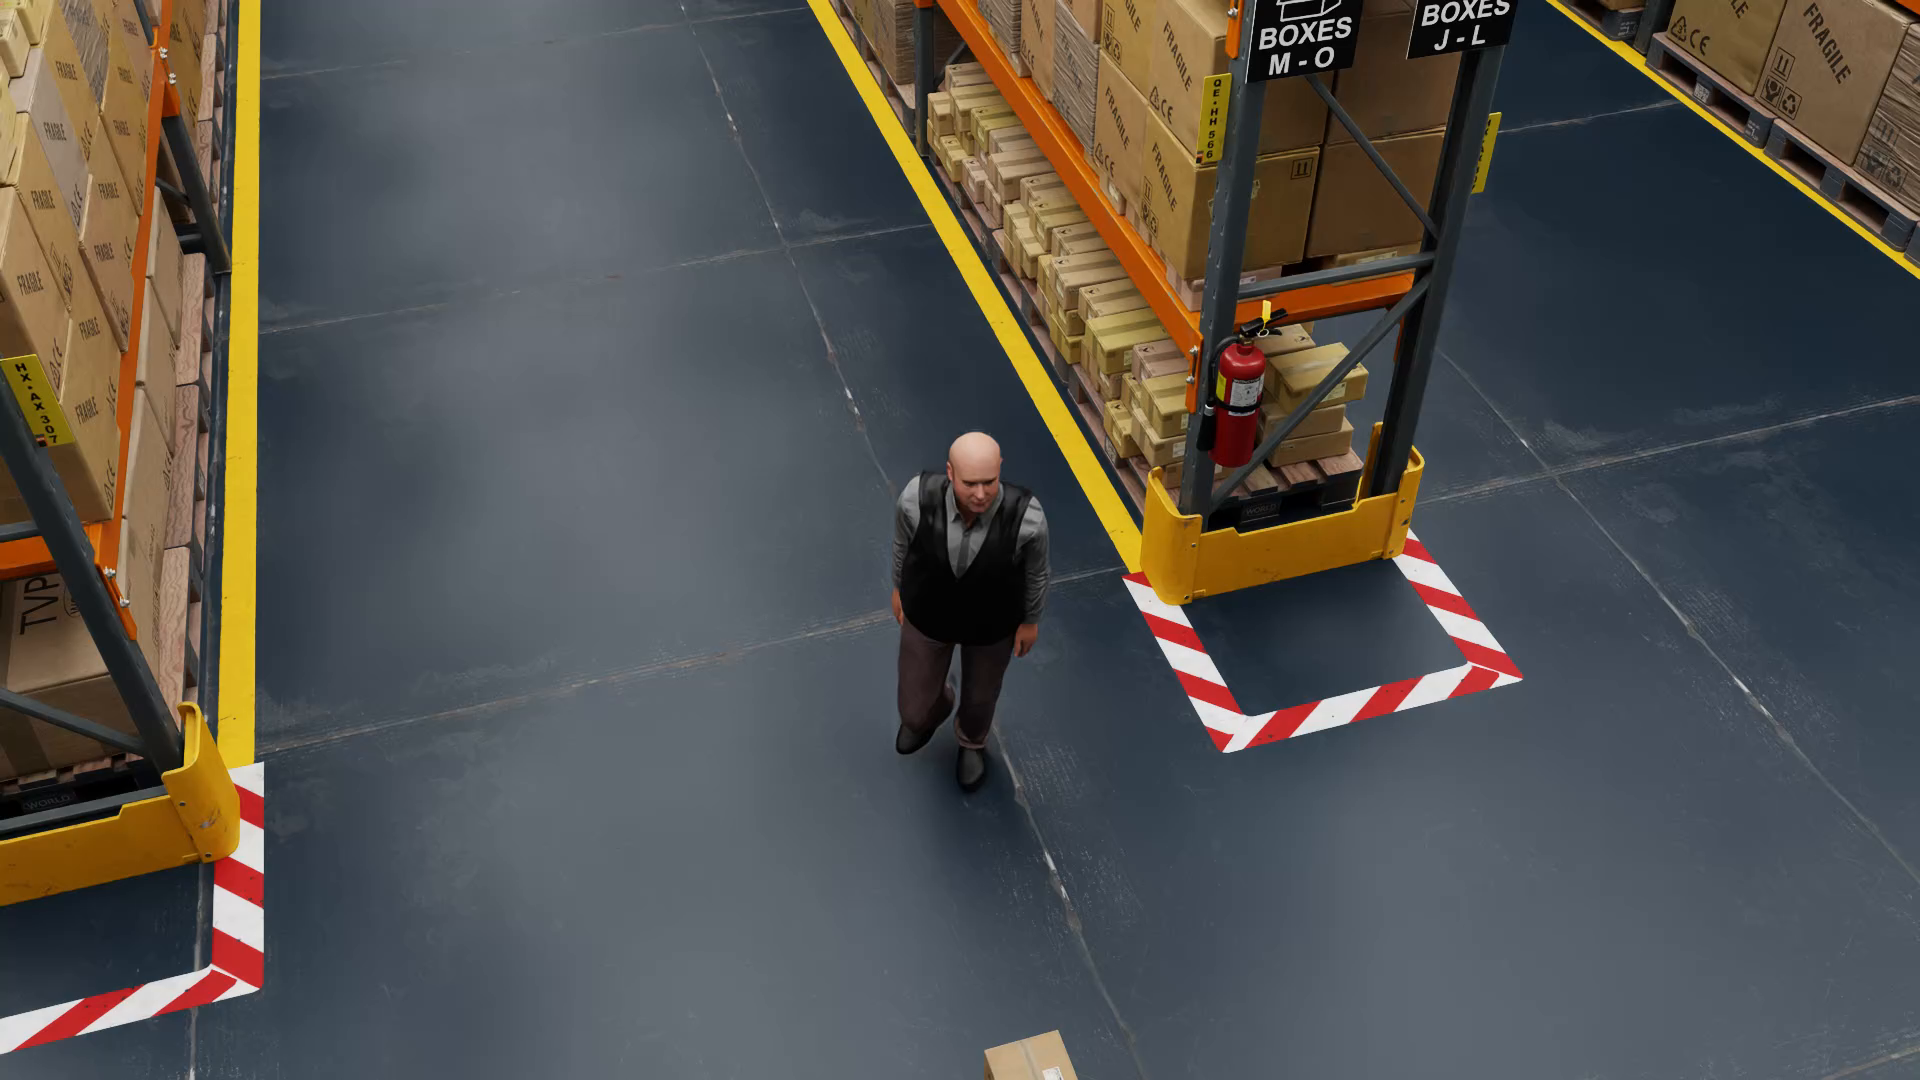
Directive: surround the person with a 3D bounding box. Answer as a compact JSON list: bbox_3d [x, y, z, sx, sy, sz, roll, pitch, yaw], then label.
[{"bbox_3d":[0.028,0.264,5.865,0.568,1.711,0.469,4,42,4],"label":"person"}]
